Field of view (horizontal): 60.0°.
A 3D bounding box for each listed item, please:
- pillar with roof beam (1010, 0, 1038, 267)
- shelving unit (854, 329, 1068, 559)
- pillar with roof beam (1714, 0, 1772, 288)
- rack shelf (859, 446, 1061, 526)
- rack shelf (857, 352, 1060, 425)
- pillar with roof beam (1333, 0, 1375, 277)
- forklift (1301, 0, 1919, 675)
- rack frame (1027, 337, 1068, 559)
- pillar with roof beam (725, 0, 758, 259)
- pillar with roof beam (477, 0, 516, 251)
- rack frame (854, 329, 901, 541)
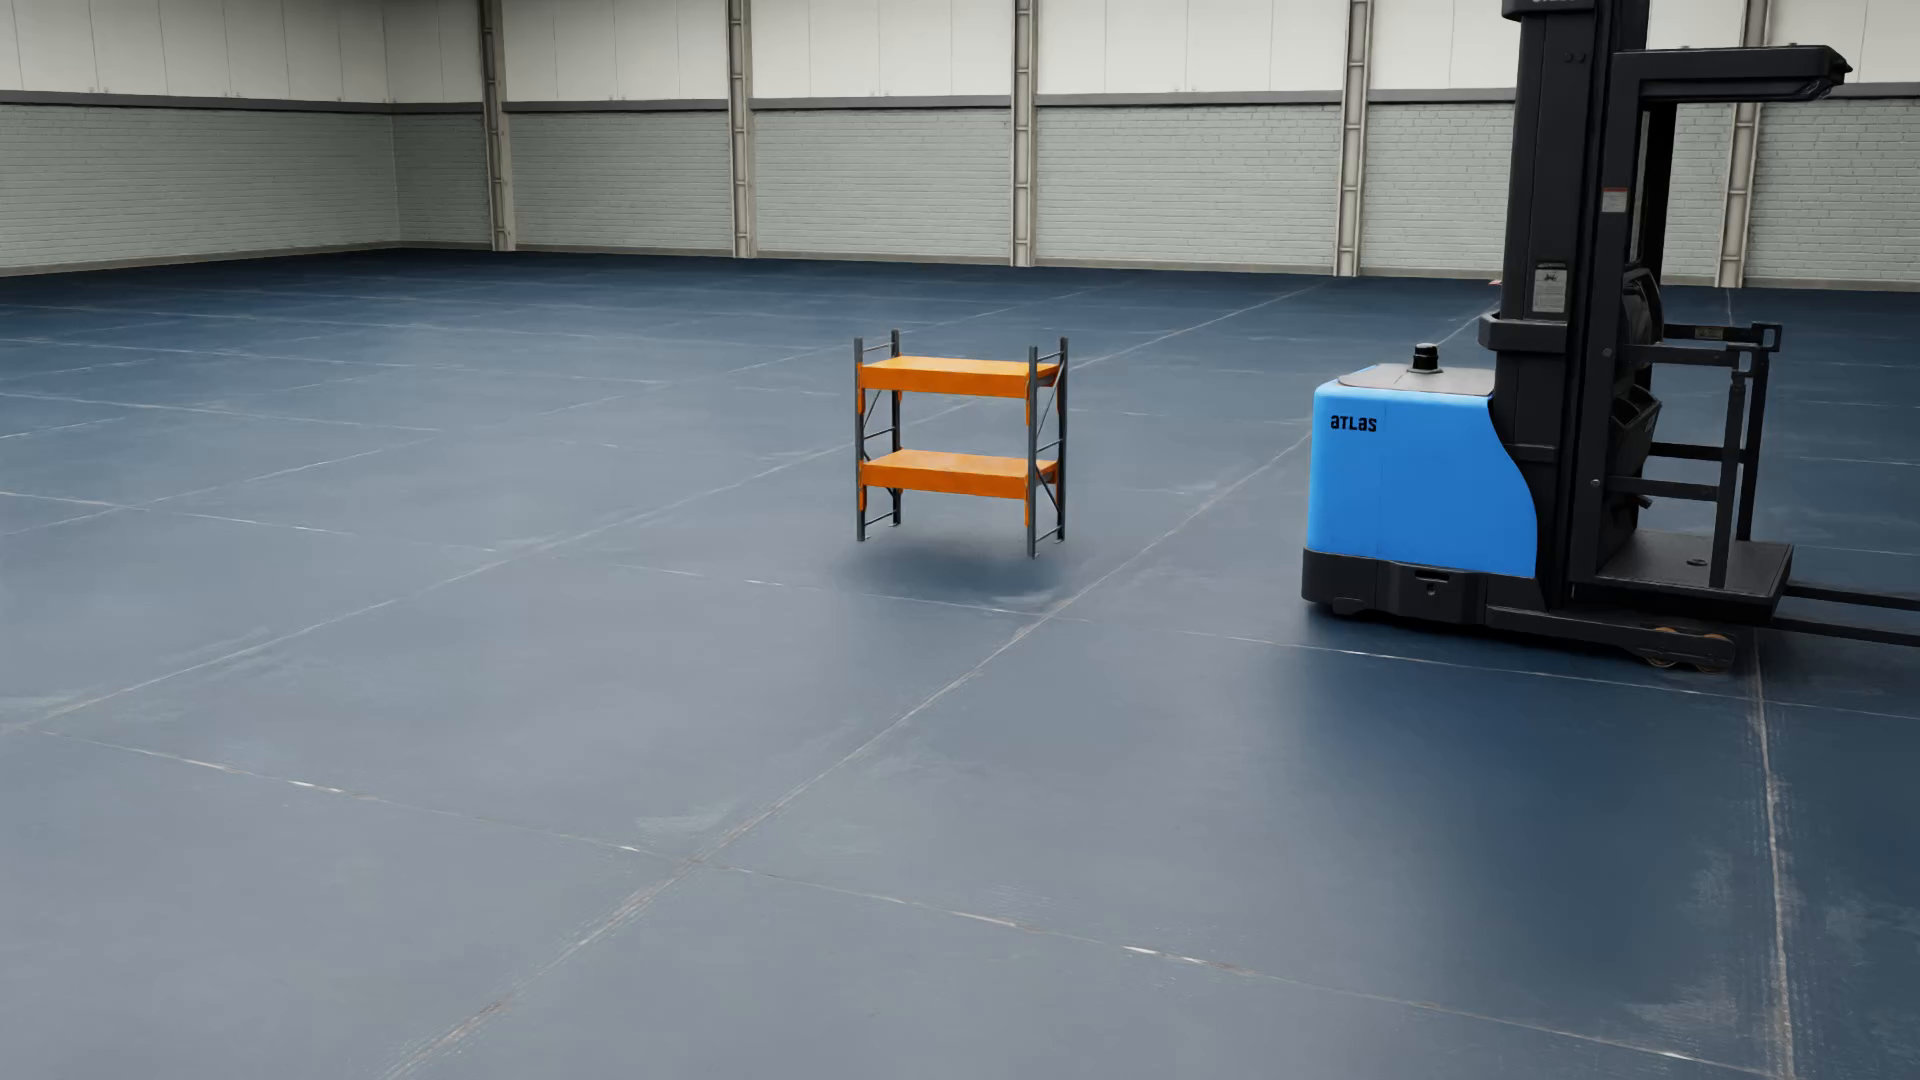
[{"bbox_3d":[-0.569,-8.593,26.177,0.400,9.000,9.100,6,14,23],"label":"pillar with roof beam"},{"bbox_3d":[0.006,-0.547,9.124,1.048,1.125,0.538,6,14,23],"label":"shelving unit"},{"bbox_3d":[10.403,-7.483,21.445,0.400,9.000,9.100,6,14,23],"label":"pillar with roof beam"},{"bbox_3d":[0.006,-0.309,9.180,1.000,0.278,0.538,6,14,23],"label":"rack shelf"},{"bbox_3d":[0.006,-0.832,9.057,1.000,0.278,0.538,6,14,23],"label":"rack shelf"},{"bbox_3d":[4.917,-8.038,23.811,0.400,9.000,9.100,6,14,23],"label":"pillar with roof beam"},{"bbox_3d":[3.134,-1.008,7.136,3.031,2.935,1.130,8,15,29],"label":"forklift"},{"bbox_3d":[0.471,-0.500,8.923,0.032,1.125,0.500,6,14,23],"label":"rack frame"},{"bbox_3d":[-6.055,-9.148,28.543,0.400,9.000,9.100,6,14,23],"label":"pillar with roof beam"},{"bbox_3d":[-11.541,-9.703,30.909,0.400,9.000,9.100,6,14,23],"label":"pillar with roof beam"},{"bbox_3d":[-0.459,-0.594,9.324,0.032,1.125,0.500,6,14,23],"label":"rack frame"}]
